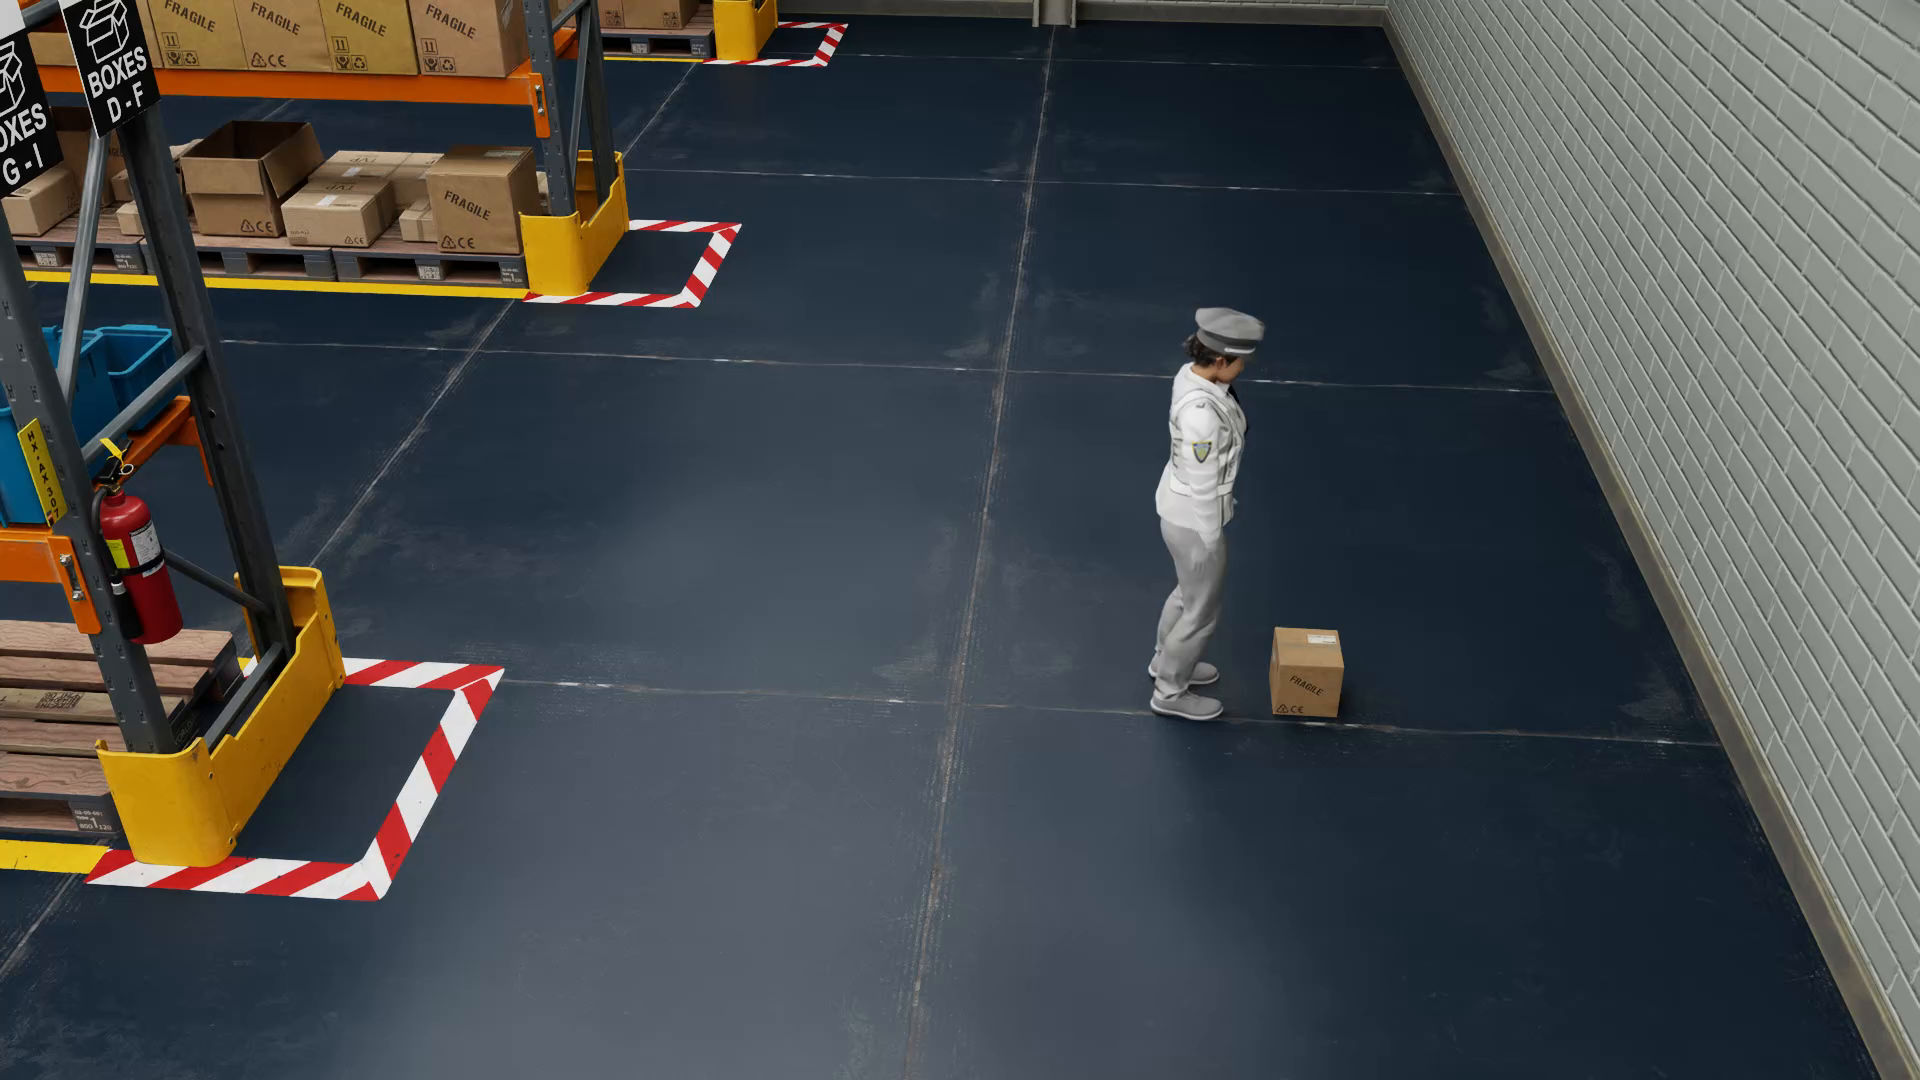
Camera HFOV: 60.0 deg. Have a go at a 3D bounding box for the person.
[{"bbox_3d":[0.907,-0.094,6.299,0.338,1.659,0.476,3,32,5],"label":"person"}]
